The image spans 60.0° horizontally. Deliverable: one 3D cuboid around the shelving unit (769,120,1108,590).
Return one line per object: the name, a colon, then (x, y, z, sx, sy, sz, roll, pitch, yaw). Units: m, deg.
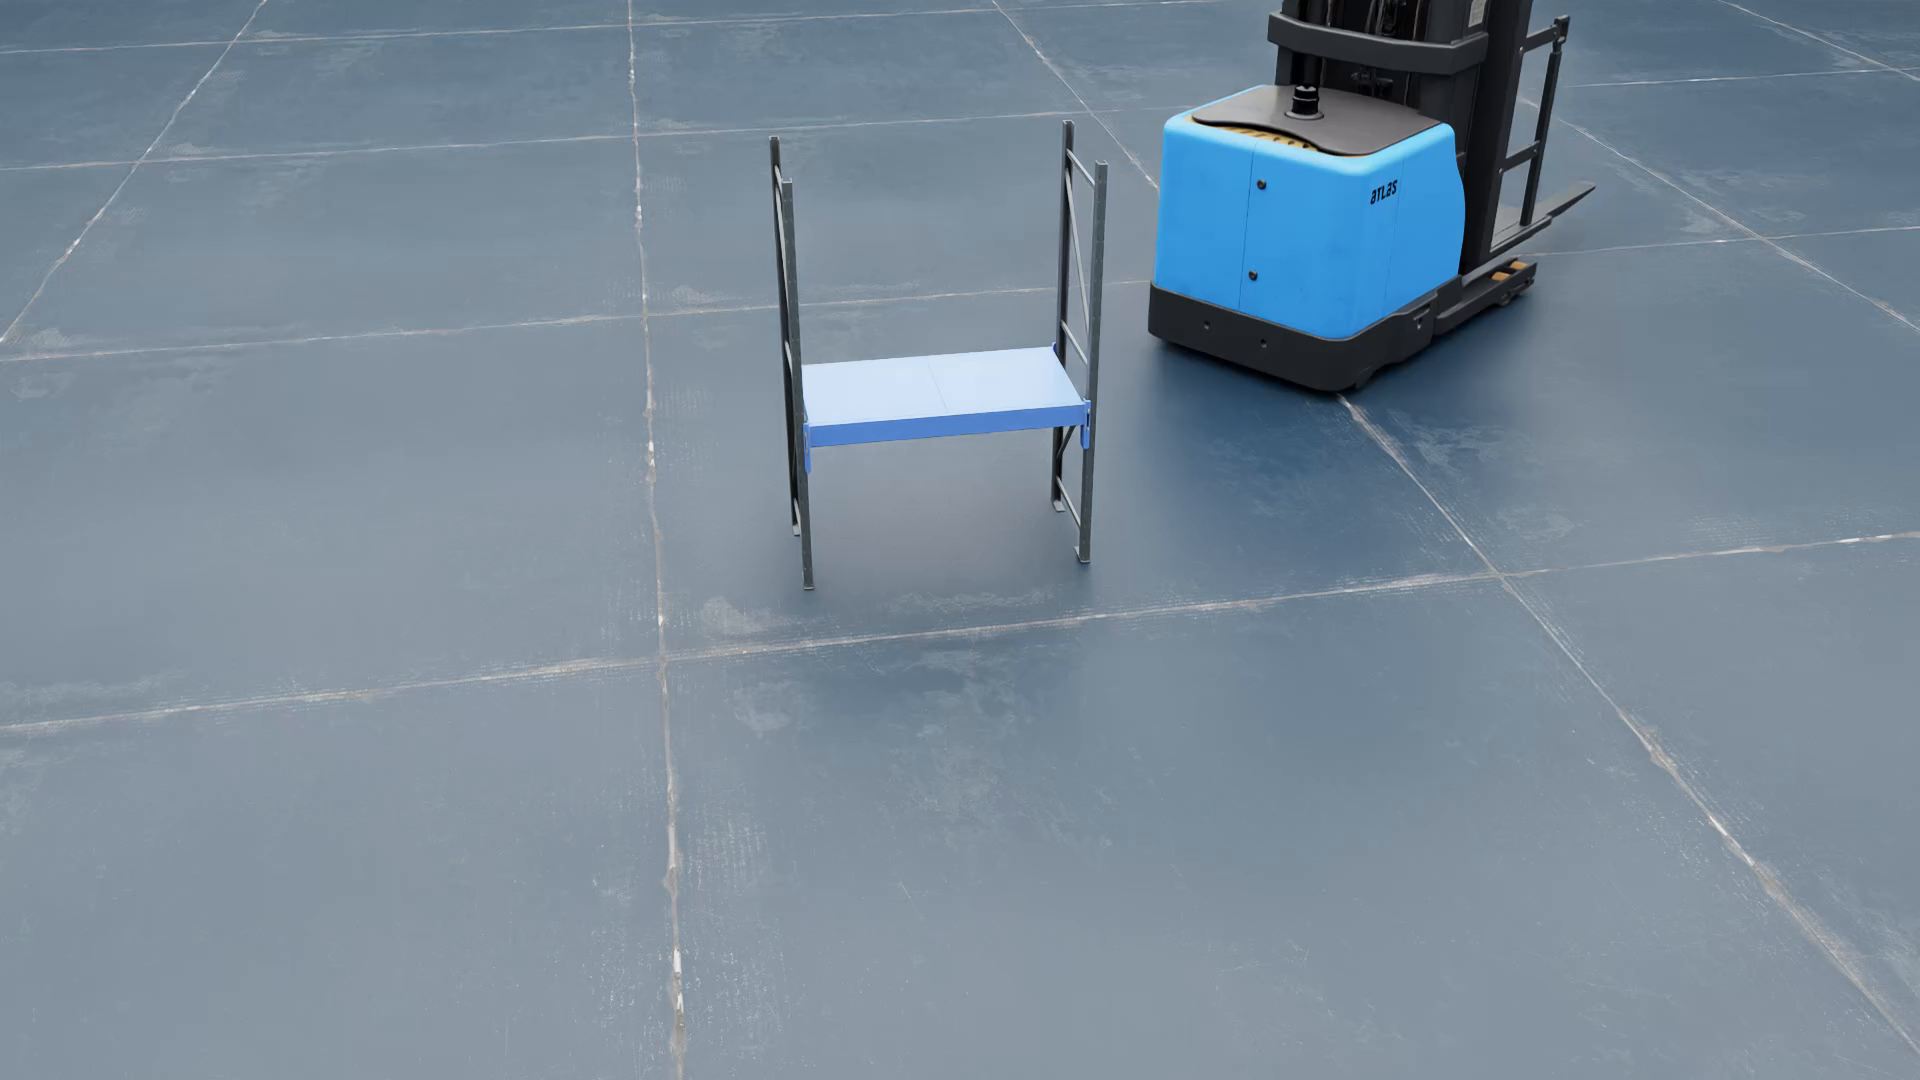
shelving unit: (-0.084, -0.639, 5.857, 1.048, 1.500, 0.538, -5, 31, -9)

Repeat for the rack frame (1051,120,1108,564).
rack frame: (0.416, -0.685, 5.936, 0.032, 1.500, 0.500, -5, 31, -9)

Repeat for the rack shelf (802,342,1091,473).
rack shelf: (-0.084, -0.484, 5.948, 1.000, 0.185, 0.538, -5, 31, -9)

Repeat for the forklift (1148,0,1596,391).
forklift: (2.236, -2.571, 7.731, 1.130, 2.935, 3.031, 24, 38, 35)

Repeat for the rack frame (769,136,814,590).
rack frame: (-0.584, -0.592, 5.778, 0.032, 1.500, 0.500, -5, 31, -9)
